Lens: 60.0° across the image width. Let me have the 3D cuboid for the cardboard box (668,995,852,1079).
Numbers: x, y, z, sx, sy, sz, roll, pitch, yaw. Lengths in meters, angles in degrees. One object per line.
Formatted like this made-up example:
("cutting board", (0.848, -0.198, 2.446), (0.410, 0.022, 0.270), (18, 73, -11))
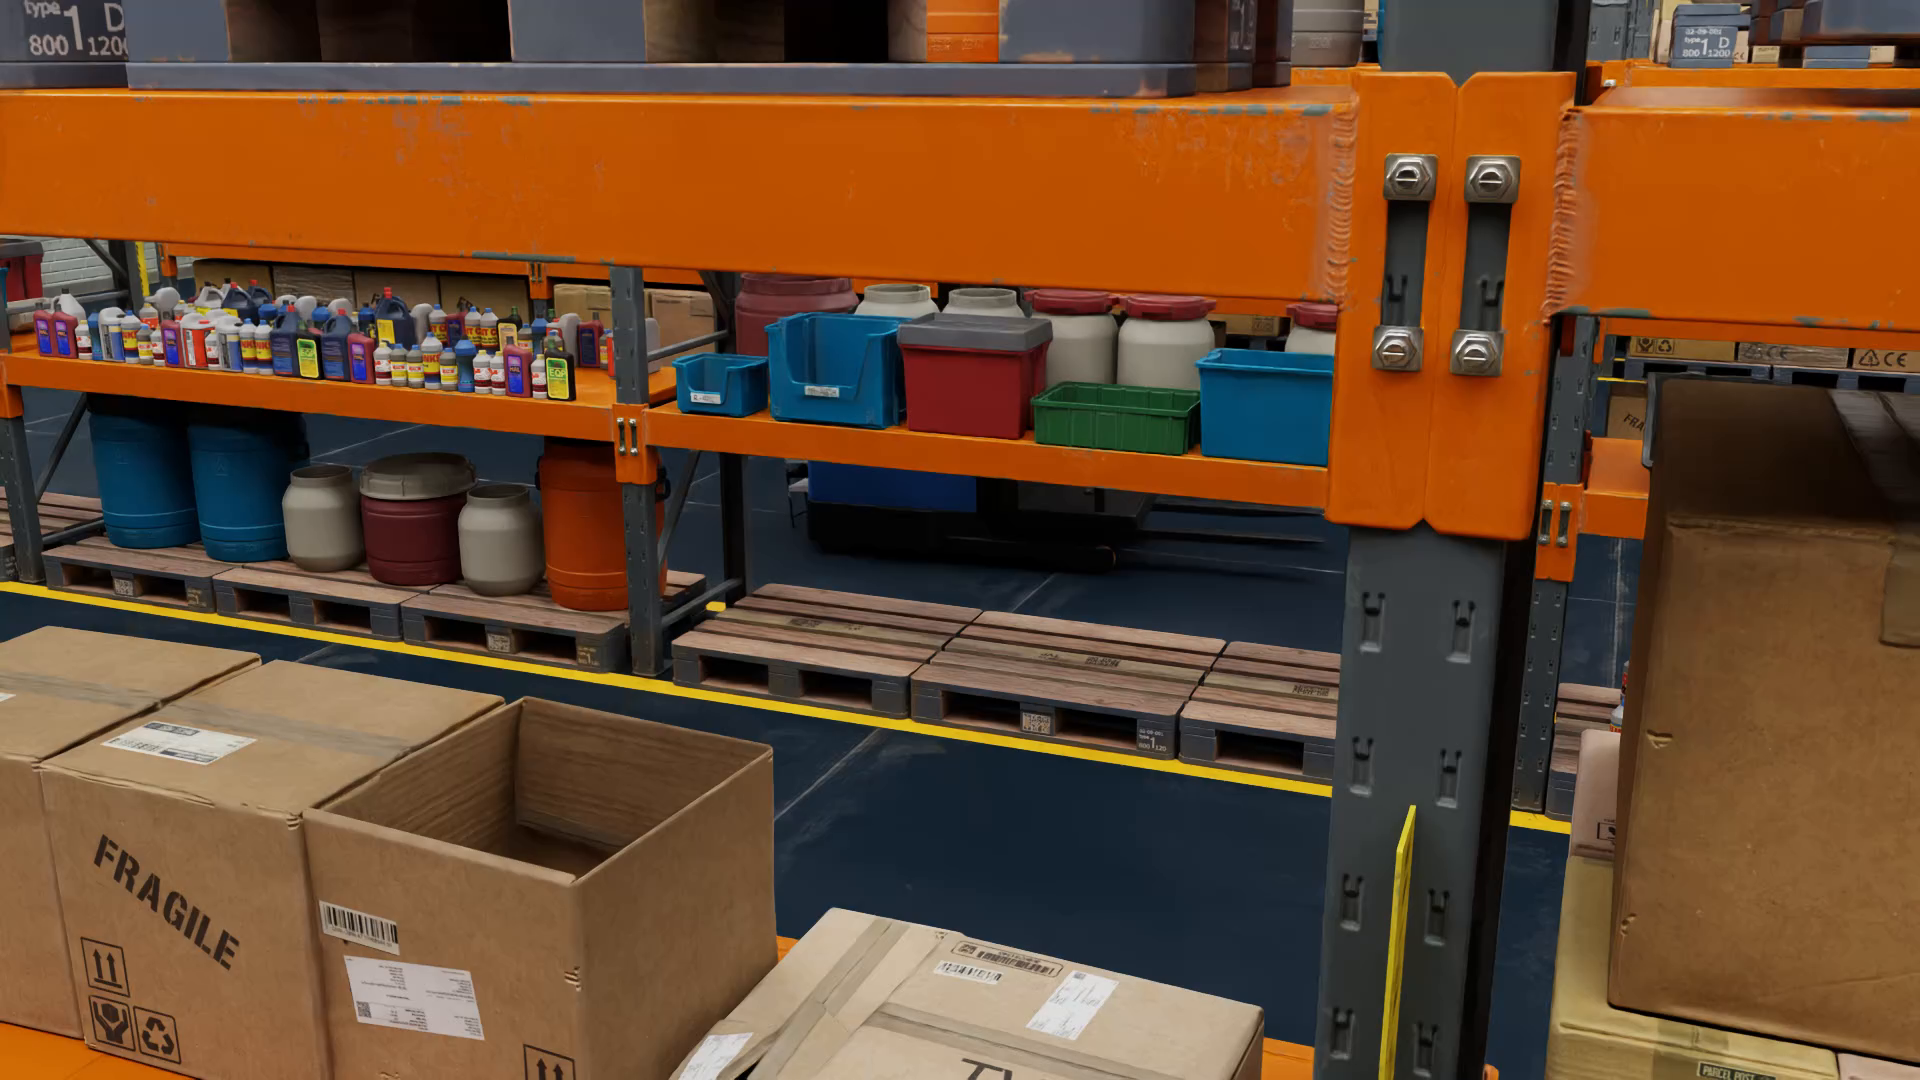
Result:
("cardboard box", (-0.311, 0.800, 2.278), (0.258, 0.266, 0.396), (6, 17, 19))

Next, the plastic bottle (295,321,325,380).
("plastic bottle", (-3.218, -0.940, 8.240), (0.133, 0.283, 0.061), (6, 17, 21))

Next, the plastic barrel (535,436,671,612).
("plastic barrel", (-1.787, -0.121, 8.348), (0.708, 0.830, 0.600), (6, 17, 21))

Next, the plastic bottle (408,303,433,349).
("plastic bottle", (-2.899, -1.126, 8.894), (0.135, 0.276, 0.152), (6, 17, 21))

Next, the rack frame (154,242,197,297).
("rack frame", (-6.950, -3.018, 15.191), (0.127, 3.000, 1.000), (6, 17, 21))

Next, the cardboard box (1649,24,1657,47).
("cardboard box", (8.158, -5.756, 18.977), (0.500, 0.250, 0.500), (6, 17, 19))

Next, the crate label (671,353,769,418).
("crate label", (-1.071, -0.695, 7.487), (0.416, 0.233, 0.303), (6, 17, 21))

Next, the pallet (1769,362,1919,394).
("pallet", (7.944, -1.505, 14.980), (1.213, 0.211, 1.003), (6, 17, 21))

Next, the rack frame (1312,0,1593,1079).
("rack frame", (0.573, 0.779, 2.111), (0.053, 2.616, 0.949), (6, 17, 21))

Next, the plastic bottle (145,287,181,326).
("plastic bottle", (-4.561, -1.309, 9.524), (0.135, 0.276, 0.152), (6, 17, 21))

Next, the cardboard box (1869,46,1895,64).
("cardboard box", (5.490, -2.941, 9.811), (0.500, 0.250, 0.500), (6, 17, 18))

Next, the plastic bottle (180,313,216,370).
("plastic bottle", (-3.894, -1.024, 8.544), (0.135, 0.276, 0.152), (6, 17, 21))

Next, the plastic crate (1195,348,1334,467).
("plastic crate", (1.255, -0.531, 6.651), (0.575, 0.384, 0.392), (6, 17, 21))

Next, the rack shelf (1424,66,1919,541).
("rack shelf", (2.435, -0.113, 1.091), (4.000, 0.370, 1.077), (6, 17, 21))

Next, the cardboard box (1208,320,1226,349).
("cardboard box", (1.623, -1.459, 12.167), (0.500, 0.250, 0.500), (8, 18, 27))

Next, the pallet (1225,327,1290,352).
("pallet", (3.112, -2.037, 16.811), (1.213, 0.211, 1.003), (6, 17, 21))

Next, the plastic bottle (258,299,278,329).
("plastic bottle", (-3.781, -1.183, 9.100), (0.097, 0.271, 0.097), (0, 16, 0))

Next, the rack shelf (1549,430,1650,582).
("rack shelf", (4.256, 0.044, 5.933), (4.000, 0.370, 1.077), (6, 17, 21))

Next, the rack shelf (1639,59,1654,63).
("rack shelf", (7.987, -3.957, 14.335), (4.000, 0.370, 1.077), (6, 17, 21))

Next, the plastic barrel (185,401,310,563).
("plastic barrel", (-3.888, -0.386, 9.134), (0.708, 0.901, 0.600), (6, 17, 21))

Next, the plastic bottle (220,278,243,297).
("plastic bottle", (-4.071, -1.292, 9.332), (0.185, 0.351, 0.144), (6, 17, 21))

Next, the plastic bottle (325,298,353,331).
("plastic bottle", (-3.411, -1.182, 9.088), (0.135, 0.276, 0.152), (6, 17, 21))

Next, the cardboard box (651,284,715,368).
("cardboard box", (-1.795, -1.639, 13.497), (0.875, 0.875, 1.225), (6, 17, 19))

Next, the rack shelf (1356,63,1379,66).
("rack shelf", (2.352, -3.091, 11.349), (4.000, 0.370, 1.077), (6, 17, 21))

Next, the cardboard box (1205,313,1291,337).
("cardboard box", (2.939, -2.512, 16.727), (0.750, 0.750, 1.050), (6, 17, 20))

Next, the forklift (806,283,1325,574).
("forklift", (0.658, -1.375, 9.653), (3.031, 2.935, 1.130), (4, 17, 14))

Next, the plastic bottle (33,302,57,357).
("plastic bottle", (-4.862, -1.121, 8.862), (0.133, 0.283, 0.061), (6, 17, 21))

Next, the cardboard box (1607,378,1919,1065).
("cardboard box", (0.990, 0.151, 1.768), (0.500, 0.500, 0.700), (6, 17, 21))

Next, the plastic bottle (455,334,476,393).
("plastic bottle", (-2.355, -0.845, 7.933), (0.097, 0.271, 0.097), (0, 16, 0))

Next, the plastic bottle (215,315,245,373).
("plastic bottle", (-3.679, -1.001, 8.462), (0.135, 0.276, 0.152), (6, 17, 21))

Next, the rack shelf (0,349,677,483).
("rack shelf", (-3.186, -0.775, 8.752), (4.000, 0.370, 1.077), (6, 17, 21))

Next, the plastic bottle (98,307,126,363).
("plastic bottle", (-4.415, -1.082, 8.741), (0.135, 0.276, 0.152), (6, 17, 21))

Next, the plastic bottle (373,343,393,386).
("plastic bottle", (-2.807, -0.861, 8.115), (0.097, 0.201, 0.097), (0, 16, 0))

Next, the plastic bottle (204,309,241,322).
("plastic bottle", (-3.838, -1.064, 8.680), (0.135, 0.276, 0.152), (6, 17, 21))

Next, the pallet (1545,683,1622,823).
("pallet", (3.005, 0.912, 6.652), (1.213, 0.211, 1.003), (6, 17, 21))

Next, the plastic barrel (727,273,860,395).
("plastic barrel", (-0.783, -1.012, 8.035), (0.708, 0.536, 0.600), (6, 17, 21))

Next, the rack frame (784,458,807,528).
("rack frame", (-1.046, -0.538, 10.417), (0.006, 0.900, 0.240), (1, 15, 21))

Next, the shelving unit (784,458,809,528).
("shelving unit", (-0.951, -0.537, 10.381), (0.210, 0.900, 0.258), (1, 15, 21))

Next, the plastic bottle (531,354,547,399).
("plastic bottle", (-1.959, -0.767, 7.793), (0.097, 0.201, 0.097), (0, 16, 0))

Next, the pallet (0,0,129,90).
("pallet", (-1.441, -0.821, 2.581), (1.213, 0.211, 1.003), (7, 18, 23))

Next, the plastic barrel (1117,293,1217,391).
("plastic barrel", (0.904, -0.801, 7.310), (0.433, 0.535, 0.433), (0, 16, 0))

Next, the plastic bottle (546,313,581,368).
("plastic bottle", (-2.040, -1.031, 8.569), (0.135, 0.276, 0.152), (6, 17, 21))

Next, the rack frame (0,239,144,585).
("rack frame", (-5.046, -1.325, 9.356), (0.127, 3.000, 1.000), (6, 17, 21))

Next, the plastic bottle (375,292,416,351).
("plastic bottle", (-2.977, -1.126, 8.760), (0.185, 0.351, 0.144), (6, 17, 21))

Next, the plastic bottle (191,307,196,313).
("plastic bottle", (-4.250, -1.201, 9.287), (0.097, 0.201, 0.097), (0, 16, 0))

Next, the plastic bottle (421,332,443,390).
("plastic bottle", (-2.536, -0.864, 8.002), (0.097, 0.271, 0.097), (0, 16, 0))

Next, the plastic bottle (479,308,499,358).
("plastic bottle", (-2.476, -1.085, 8.763), (0.097, 0.271, 0.097), (0, 16, 0))

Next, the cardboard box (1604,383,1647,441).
("cardboard box", (4.570, -0.741, 11.076), (0.500, 0.500, 0.500), (6, 17, 19))

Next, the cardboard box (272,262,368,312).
("cardboard box", (-5.479, -2.062, 14.954), (0.875, 0.875, 0.875), (6, 17, 21))
